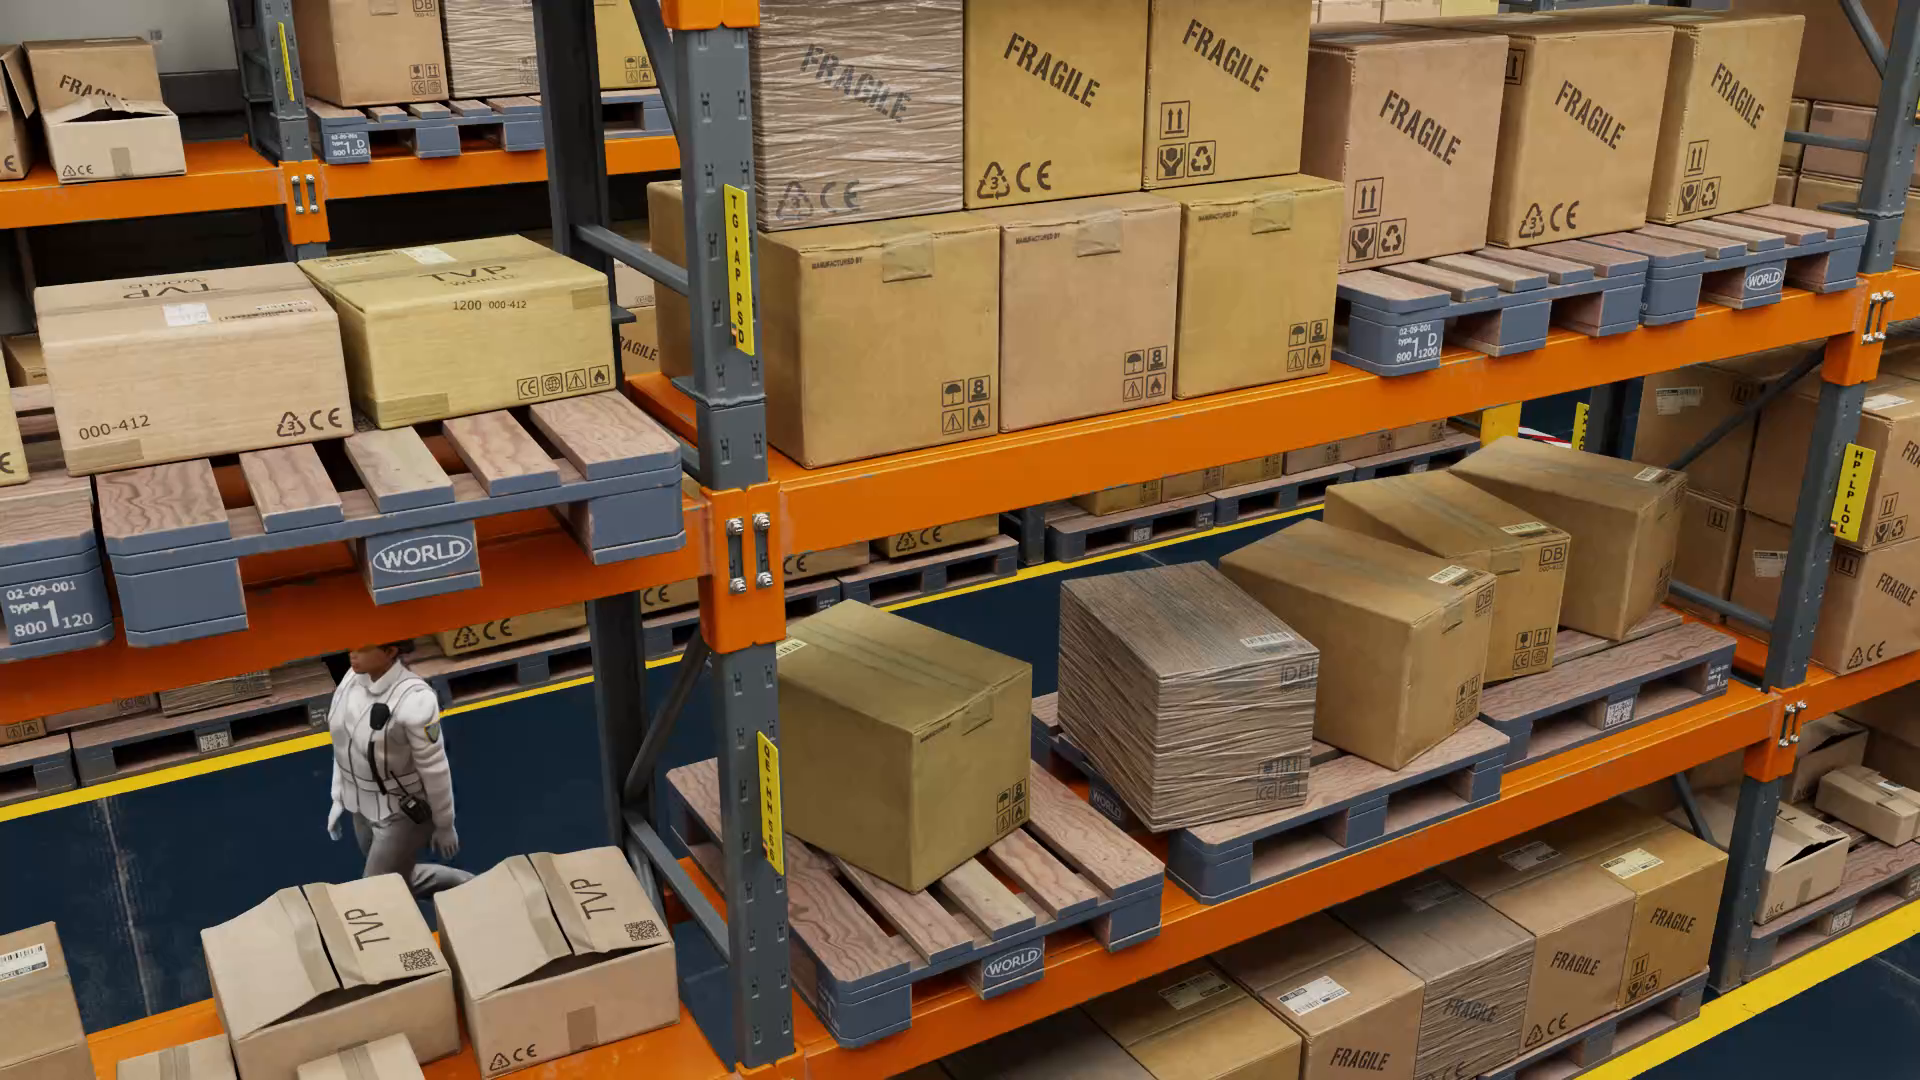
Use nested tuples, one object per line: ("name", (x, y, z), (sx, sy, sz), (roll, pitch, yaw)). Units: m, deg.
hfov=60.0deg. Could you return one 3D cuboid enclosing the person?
("person", (-2.078, 0.966, 6.122), (0.498, 1.650, 0.897), (16, 27, 34))
